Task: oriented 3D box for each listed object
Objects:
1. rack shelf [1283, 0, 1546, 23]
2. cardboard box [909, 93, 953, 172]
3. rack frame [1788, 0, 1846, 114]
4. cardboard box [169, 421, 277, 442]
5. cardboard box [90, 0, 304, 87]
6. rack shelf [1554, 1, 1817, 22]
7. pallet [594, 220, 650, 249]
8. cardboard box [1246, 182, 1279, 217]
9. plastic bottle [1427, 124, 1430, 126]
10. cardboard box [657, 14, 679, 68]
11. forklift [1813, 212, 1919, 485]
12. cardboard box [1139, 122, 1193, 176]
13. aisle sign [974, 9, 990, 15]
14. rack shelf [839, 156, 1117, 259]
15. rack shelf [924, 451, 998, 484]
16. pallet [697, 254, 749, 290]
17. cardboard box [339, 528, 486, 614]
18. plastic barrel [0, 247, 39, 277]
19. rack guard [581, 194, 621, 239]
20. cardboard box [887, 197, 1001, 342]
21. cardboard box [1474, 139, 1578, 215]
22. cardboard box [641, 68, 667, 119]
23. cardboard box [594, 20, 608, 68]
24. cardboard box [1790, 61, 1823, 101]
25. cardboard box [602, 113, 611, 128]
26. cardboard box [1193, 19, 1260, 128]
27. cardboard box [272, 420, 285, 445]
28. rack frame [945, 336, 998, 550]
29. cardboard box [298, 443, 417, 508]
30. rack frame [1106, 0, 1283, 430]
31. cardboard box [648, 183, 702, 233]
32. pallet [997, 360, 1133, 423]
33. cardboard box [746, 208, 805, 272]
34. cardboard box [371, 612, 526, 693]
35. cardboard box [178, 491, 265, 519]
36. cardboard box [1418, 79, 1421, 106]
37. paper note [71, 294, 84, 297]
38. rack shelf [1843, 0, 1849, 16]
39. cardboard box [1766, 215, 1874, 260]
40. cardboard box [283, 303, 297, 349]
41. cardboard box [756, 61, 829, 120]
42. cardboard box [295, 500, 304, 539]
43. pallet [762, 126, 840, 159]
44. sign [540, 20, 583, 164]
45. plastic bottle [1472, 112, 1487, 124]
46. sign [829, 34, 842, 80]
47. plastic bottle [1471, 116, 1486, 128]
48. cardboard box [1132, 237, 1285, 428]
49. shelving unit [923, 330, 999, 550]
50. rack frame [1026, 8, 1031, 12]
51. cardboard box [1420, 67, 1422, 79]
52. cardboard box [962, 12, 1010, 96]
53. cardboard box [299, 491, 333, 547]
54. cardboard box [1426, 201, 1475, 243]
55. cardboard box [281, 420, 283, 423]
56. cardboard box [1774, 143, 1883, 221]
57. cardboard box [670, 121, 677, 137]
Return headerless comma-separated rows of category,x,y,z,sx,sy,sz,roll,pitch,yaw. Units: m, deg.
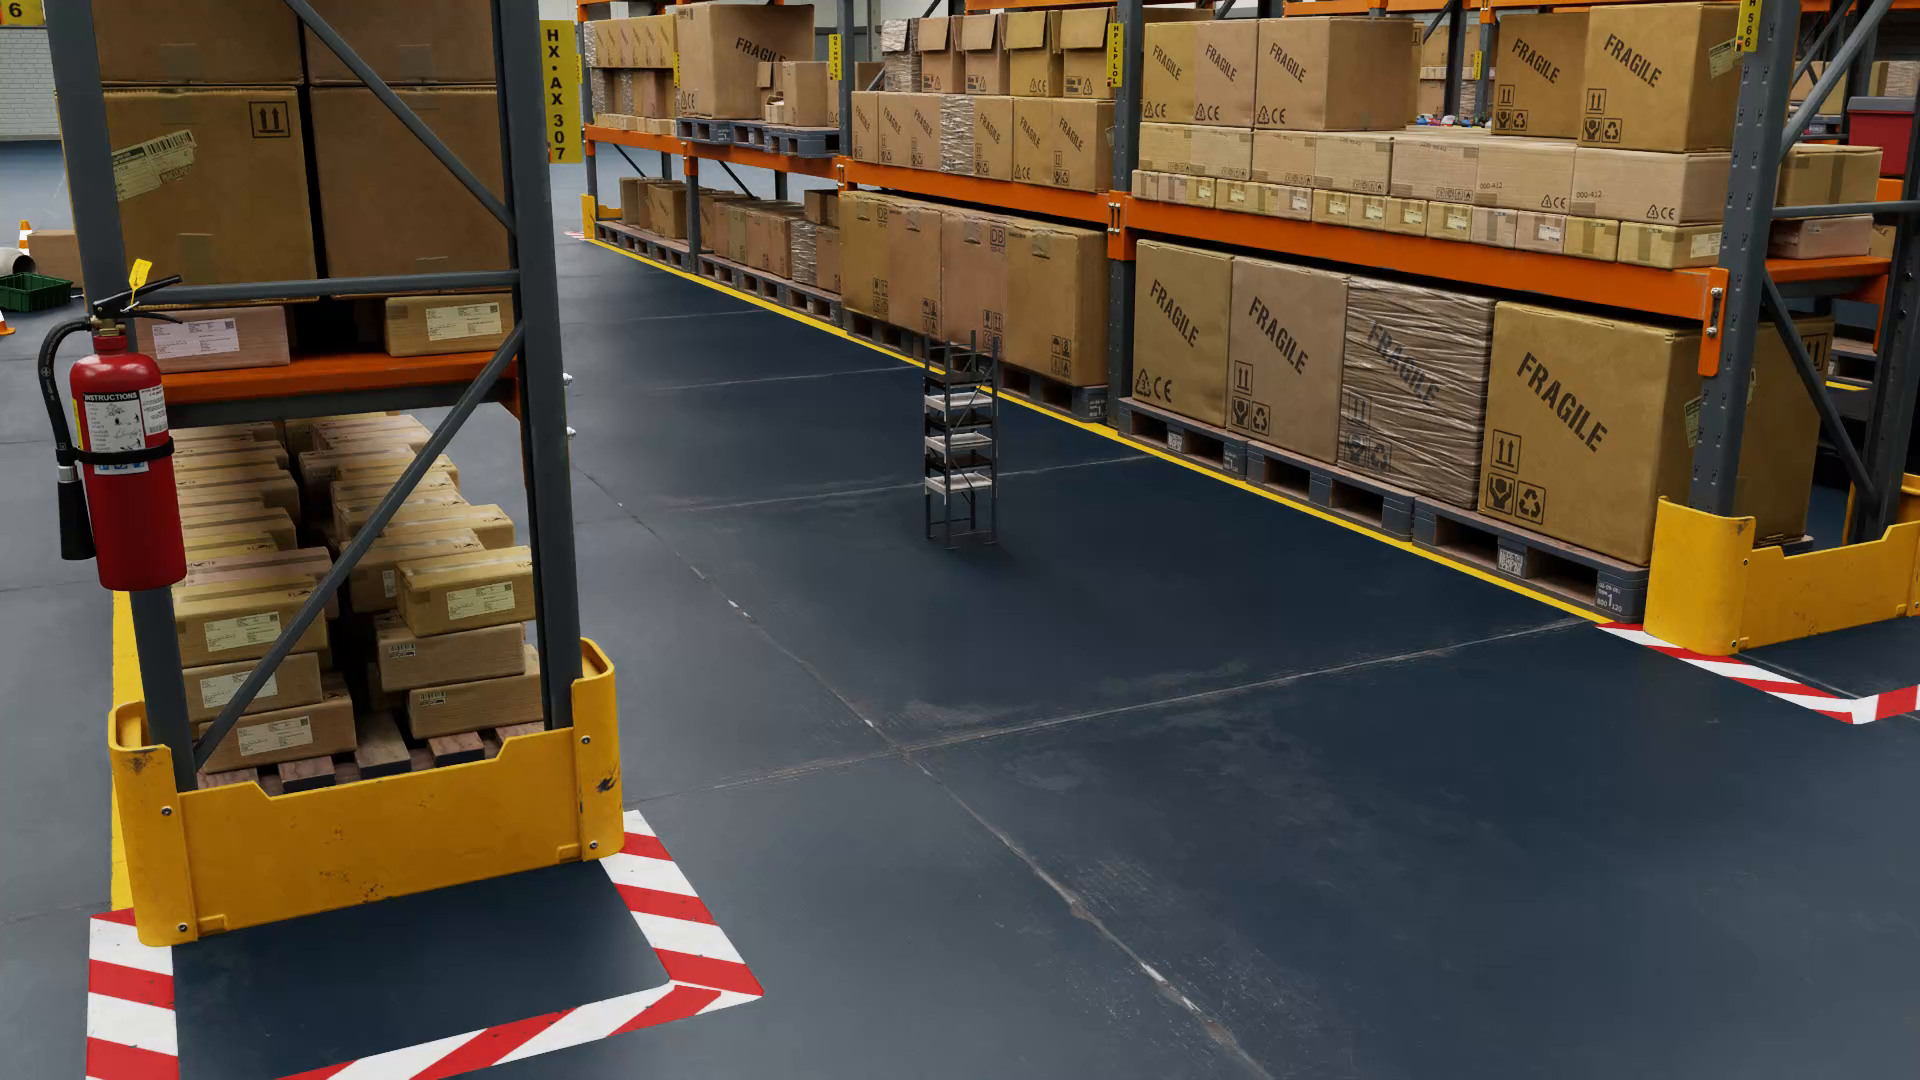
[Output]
rack shelf,5.840,-6.910,21.757,1.077,0.370,4.000,-8,18,-25
cardboard box,-0.014,-2.770,11.285,0.500,0.500,0.500,-8,18,-26
rack frame,8.469,-4.326,16.888,1.000,3.000,0.127,-8,18,-25
cardboard box,-2.867,-0.377,6.454,0.380,0.149,0.250,-8,18,-26
cardboard box,-1.860,-1.327,3.903,0.500,0.500,0.500,-8,18,-26
rack shelf,10.292,-7.509,23.847,1.077,0.370,4.000,-8,18,-25
pallet,-3.585,-3.549,19.234,1.003,0.211,1.213,-8,18,-25
cardboard box,1.605,-1.645,8.000,0.380,0.149,0.250,-8,18,-26
plastic bottle,3.982,-3.430,14.126,0.097,0.201,0.097,0,16,0
cardboard box,-2.635,-4.872,16.256,0.500,0.500,0.500,-8,18,-25
forklift,4.787,-1.716,7.918,1.130,2.935,3.031,-6,17,-21
cardboard box,1.285,-2.061,8.726,0.500,0.250,0.500,-8,18,-26
aisle sign,0.215,-6.944,21.298,0.394,0.787,0.004,-8,18,-25
rack shelf,0.438,-2.288,11.090,1.077,0.370,4.000,-8,18,-25
rack shelf,0.004,-0.312,7.154,0.258,0.077,0.200,-8,18,-25
pallet,-1.848,-2.588,15.888,1.003,0.211,1.213,-8,18,-25
cardboard box,-1.589,0.086,4.842,0.380,0.149,0.250,-7,18,-24
plastic barrel,-8.569,-2.405,14.864,0.512,0.421,0.421,4,16,13
rack guard,-3.909,-3.893,19.911,1.175,0.500,0.348,-8,18,-25
cardboard box,0.229,-1.915,11.576,1.225,0.875,0.875,-8,18,-25
cardboard box,2.394,-1.431,6.532,0.500,0.250,0.500,-8,18,-26
cardboard box,-2.829,-4.672,17.372,0.875,0.500,0.500,-8,18,-25
cardboard box,-3.734,-5.491,18.414,0.500,0.500,0.500,-8,18,-25
cardboard box,11.360,-6.047,21.904,0.700,0.500,0.500,-8,18,-25
cardboard box,-3.844,-4.765,18.873,0.380,0.149,0.250,-8,18,-25
cardboard box,1.503,-2.297,8.189,0.500,0.500,0.500,-8,18,-25
cardboard box,-3.274,-0.779,8.299,0.500,0.500,0.500,-7,17,-23
rack frame,0.048,-0.405,7.032,0.240,0.900,0.006,-8,18,-25
cardboard box,-2.151,-0.235,5.960,0.380,0.149,0.250,-8,18,-25
rack frame,1.314,-2.138,9.263,1.000,3.000,0.127,-8,18,-25
cardboard box,-3.134,-3.655,18.321,0.500,0.500,0.500,-6,17,-20
pallet,0.909,-0.980,10.283,1.003,0.211,1.213,-8,18,-25
cardboard box,-1.503,-2.718,15.017,0.700,0.500,0.500,-9,19,-30
cardboard box,-1.435,0.293,4.661,0.380,0.149,0.250,-7,17,-23
cardboard box,-2.406,-0.040,5.280,0.380,0.149,0.250,-7,17,-23
cardboard box,6.063,-5.730,21.599,0.700,0.500,0.500,-7,18,-24
paper note,-7.802,-2.178,14.783,0.142,0.020,0.147,7,17,23
rack shelf,9.345,-4.926,14.845,1.077,0.370,4.000,-8,18,-25
cardboard box,3.208,-1.153,6.287,0.380,0.149,0.250,-7,18,-24
cardboard box,-1.908,-0.564,4.234,0.380,0.149,0.250,-8,18,-25
cardboard box,-1.348,-3.955,14.644,0.797,0.503,0.637,-6,17,-19
cardboard box,-2.492,-0.127,6.662,0.380,0.149,0.250,-8,18,-26
pallet,-0.846,-3.201,13.317,1.213,0.211,1.003,-8,18,-25
sign,-0.948,-1.054,3.915,0.100,0.325,0.005,-8,18,-25
plastic bottle,4.575,-3.624,14.651,0.061,0.283,0.133,-8,18,-25
sign,-0.922,-3.580,12.334,0.100,0.325,0.005,-8,18,-25
plastic bottle,4.235,-3.315,13.577,0.061,0.283,0.133,-8,18,-25
cardboard box,1.532,-1.145,8.894,0.875,0.875,0.875,-8,18,-25
shelving unit,0.004,-0.431,7.120,0.258,0.900,0.210,-8,18,-25
rack frame,0.510,-5.712,21.717,1.000,3.000,0.127,-8,18,-25
cardboard box,5.961,-5.972,21.265,0.380,0.149,0.250,-8,18,-25
cardboard box,0.451,-3.149,10.788,0.797,0.503,0.637,-7,17,-23
cardboard box,-2.173,-0.094,6.006,0.380,0.149,0.250,-7,17,-22
cardboard box,2.166,-1.327,6.892,0.380,0.149,0.250,-8,18,-26
cardboard box,-2.799,-0.624,7.317,0.380,0.149,0.250,-7,17,-23
cardboard box,3.099,-1.369,6.315,0.500,0.250,0.500,-8,18,-26
cardboard box,-2.650,-4.082,16.492,0.380,0.149,0.250,-8,18,-25
